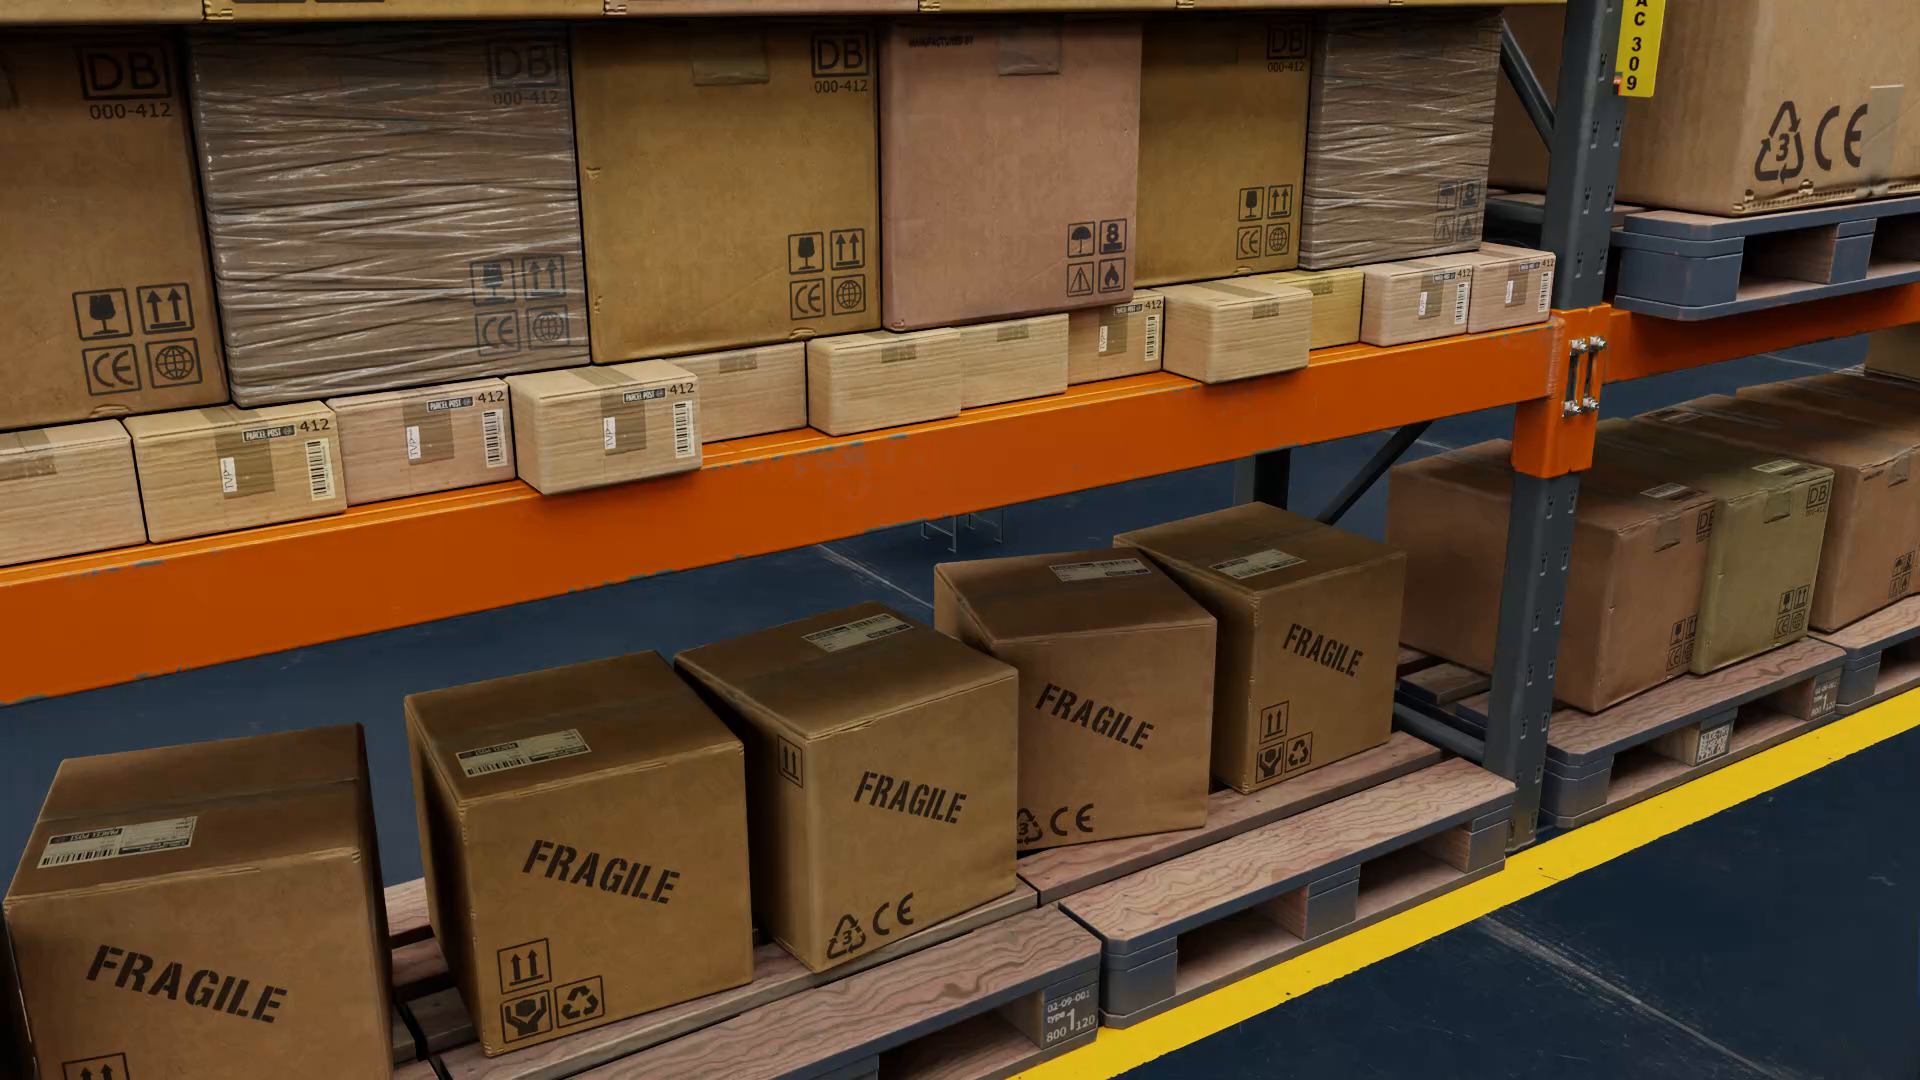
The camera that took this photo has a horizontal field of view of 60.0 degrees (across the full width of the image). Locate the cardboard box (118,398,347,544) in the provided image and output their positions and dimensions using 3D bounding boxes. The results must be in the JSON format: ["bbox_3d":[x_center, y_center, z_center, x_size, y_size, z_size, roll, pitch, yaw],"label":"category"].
[{"bbox_3d":[-1.050,-0.135,2.352,0.250,0.149,0.380,-12,22,-31],"label":"cardboard box"}]

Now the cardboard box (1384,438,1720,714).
[{"bbox_3d":[1.599,0.072,4.564,0.500,0.500,0.700,-14,23,-36],"label":"cardboard box"}]

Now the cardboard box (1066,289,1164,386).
[{"bbox_3d":[0.172,-0.414,3.177,0.250,0.149,0.380,-12,22,-31],"label":"cardboard box"}]

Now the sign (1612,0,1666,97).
[{"bbox_3d":[1.380,-1.067,3.367,0.005,0.325,0.100,-12,22,-31],"label":"sign"}]

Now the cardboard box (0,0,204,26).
[{"bbox_3d":[-1.235,-0.869,1.949,0.500,0.500,0.500,-12,22,-31],"label":"cardboard box"}]

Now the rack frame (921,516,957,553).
[{"bbox_3d":[-0.078,-0.410,6.052,0.006,0.900,0.240,-12,22,-31],"label":"rack frame"}]

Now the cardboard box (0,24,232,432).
[{"bbox_3d":[-1.440,-0.495,2.404,0.500,0.500,0.875,-12,22,-31],"label":"cardboard box"}]

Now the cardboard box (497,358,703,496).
[{"bbox_3d":[-0.591,-0.202,2.552,0.250,0.149,0.380,-12,22,-31],"label":"cardboard box"}]

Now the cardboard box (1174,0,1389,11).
[{"bbox_3d":[0.433,-1.222,2.993,0.500,0.500,0.500,-12,22,-31],"label":"cardboard box"}]

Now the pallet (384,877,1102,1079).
[{"bbox_3d":[-0.487,0.864,3.360,1.213,0.211,1.003,-12,22,-31],"label":"pallet"}]

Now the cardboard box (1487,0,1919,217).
[{"bbox_3d":[1.815,-1.387,4.071,1.000,1.000,1.000,-12,22,-31],"label":"cardboard box"}]

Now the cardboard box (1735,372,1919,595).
[{"bbox_3d":[2.941,-0.204,5.380,0.500,0.500,0.700,-10,21,-27],"label":"cardboard box"}]

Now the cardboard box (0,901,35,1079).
[{"bbox_3d":[-1.735,0.783,2.492,0.500,0.500,0.500,-8,20,-21],"label":"cardboard box"}]

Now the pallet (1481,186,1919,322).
[{"bbox_3d":[1.793,-0.806,4.245,1.213,0.211,1.003,-12,22,-31],"label":"pallet"}]

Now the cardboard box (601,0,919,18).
[{"bbox_3d":[-0.404,-1.047,2.476,0.500,0.500,0.500,-12,22,-31],"label":"cardboard box"}]

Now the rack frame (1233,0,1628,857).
[{"bbox_3d":[1.075,-0.801,3.931,0.127,3.000,1.000,-12,22,-31],"label":"rack frame"}]

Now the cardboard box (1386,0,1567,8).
[{"bbox_3d":[0.850,-1.310,3.255,0.500,0.500,0.500,-12,22,-31],"label":"cardboard box"}]

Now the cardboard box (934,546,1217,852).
[{"bbox_3d":[0.244,0.347,3.783,0.500,0.500,0.500,-5,19,-14],"label":"cardboard box"}]

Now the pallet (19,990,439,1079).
[{"bbox_3d":[-1.505,1.077,2.728,1.213,0.211,1.003,-12,22,-31],"label":"pallet"}]

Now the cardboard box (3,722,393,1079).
[{"bbox_3d":[-1.255,0.669,2.831,0.500,0.500,0.500,-6,20,-17],"label":"cardboard box"}]

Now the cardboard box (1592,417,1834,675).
[{"bbox_3d":[2.008,-0.007,4.797,0.500,0.500,0.700,-12,22,-32],"label":"cardboard box"}]

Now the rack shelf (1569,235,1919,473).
[{"bbox_3d":[2.745,-0.813,5.088,4.000,0.370,1.077,-12,22,-31],"label":"rack shelf"}]

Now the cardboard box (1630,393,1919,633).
[{"bbox_3d":[2.475,-0.105,5.089,0.500,0.500,0.700,-14,23,-36],"label":"cardboard box"}]

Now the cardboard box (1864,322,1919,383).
[{"bbox_3d":[3.435,-0.663,5.568,0.500,0.250,0.500,-9,21,-25],"label":"cardboard box"}]

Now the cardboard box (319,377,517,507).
[{"bbox_3d":[-0.857,-0.186,2.504,0.250,0.149,0.380,-12,22,-31],"label":"cardboard box"}]

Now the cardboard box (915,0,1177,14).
[{"bbox_3d":[0.015,-1.134,2.734,0.500,0.500,0.500,-12,22,-31],"label":"cardboard box"}]

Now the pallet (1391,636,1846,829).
[{"bbox_3d":[1.724,0.382,4.784,1.213,0.211,1.003,-12,22,-31],"label":"pallet"}]

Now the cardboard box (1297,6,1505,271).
[{"bbox_3d":[0.665,-0.927,3.682,0.500,0.500,0.875,-12,22,-31],"label":"cardboard box"}]

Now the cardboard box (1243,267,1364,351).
[{"bbox_3d":[0.601,-0.496,3.421,0.250,0.149,0.380,-12,22,-31],"label":"cardboard box"}]

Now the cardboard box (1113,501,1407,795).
[{"bbox_3d":[0.719,0.244,4.087,0.500,0.500,0.500,-13,22,-33],"label":"cardboard box"}]

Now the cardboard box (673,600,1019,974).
[{"bbox_3d":[-0.231,0.477,3.397,0.500,0.500,0.500,-14,23,-36],"label":"cardboard box"}]

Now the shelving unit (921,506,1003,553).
[{"bbox_3d":[0.007,-0.428,6.105,0.210,0.900,0.258,-12,22,-31],"label":"shelving unit"}]

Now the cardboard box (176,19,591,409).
[{"bbox_3d":[-0.999,-0.571,2.630,0.500,0.500,0.875,-12,22,-31],"label":"cardboard box"}]

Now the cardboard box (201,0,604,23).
[{"bbox_3d":[-0.818,-0.957,2.211,0.500,0.500,0.500,-12,22,-31],"label":"cardboard box"}]

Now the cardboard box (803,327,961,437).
[{"bbox_3d":[-0.204,-0.305,2.857,0.250,0.149,0.380,-12,22,-31],"label":"cardboard box"}]

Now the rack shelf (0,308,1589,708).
[{"bbox_3d":[-0.596,-0.108,3.004,4.000,0.370,1.077,-12,22,-31],"label":"rack shelf"}]

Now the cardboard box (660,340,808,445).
[{"bbox_3d":[-0.455,-0.282,2.787,0.250,0.149,0.380,-12,22,-31],"label":"cardboard box"}]

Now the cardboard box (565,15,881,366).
[{"bbox_3d":[-0.575,-0.656,2.881,0.500,0.500,0.875,-12,22,-31],"label":"cardboard box"}]

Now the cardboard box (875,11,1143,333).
[{"bbox_3d":[-0.134,-0.733,3.109,0.500,0.500,0.875,-12,22,-31],"label":"cardboard box"}]

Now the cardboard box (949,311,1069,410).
[{"bbox_3d":[-0.014,-0.359,3.015,0.250,0.149,0.380,-12,22,-31],"label":"cardboard box"}]

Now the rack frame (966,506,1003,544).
[{"bbox_3d":[0.092,-0.446,6.158,0.006,0.900,0.240,-12,22,-31],"label":"rack frame"}]

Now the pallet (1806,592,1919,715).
[{"bbox_3d":[2.744,0.166,5.424,1.213,0.211,1.003,-12,22,-31],"label":"pallet"}]

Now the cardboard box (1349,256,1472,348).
[{"bbox_3d":[0.843,-0.524,3.504,0.250,0.149,0.380,-12,22,-31],"label":"cardboard box"}]

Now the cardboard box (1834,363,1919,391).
[{"bbox_3d":[3.411,-0.305,5.681,0.500,0.500,0.700,-14,23,-36],"label":"cardboard box"}]

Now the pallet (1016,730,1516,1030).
[{"bbox_3d":[0.533,0.648,4.000,1.213,0.211,1.003,-12,22,-31],"label":"pallet"}]

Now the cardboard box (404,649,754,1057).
[{"bbox_3d":[-0.722,0.563,3.142,0.500,0.500,0.500,-10,21,-26],"label":"cardboard box"}]

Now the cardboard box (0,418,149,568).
[{"bbox_3d":[-1.263,-0.093,2.227,0.250,0.149,0.380,-12,22,-31],"label":"cardboard box"}]

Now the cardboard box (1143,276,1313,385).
[{"bbox_3d":[0.454,-0.422,3.203,0.250,0.149,0.380,-12,22,-31],"label":"cardboard box"}]

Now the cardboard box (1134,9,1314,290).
[{"bbox_3d":[0.228,-0.848,3.449,0.500,0.500,0.875,-12,22,-31],"label":"cardboard box"}]

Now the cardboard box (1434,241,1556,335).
[{"bbox_3d":[1.057,-0.566,3.627,0.250,0.149,0.380,-12,22,-31],"label":"cardboard box"}]
